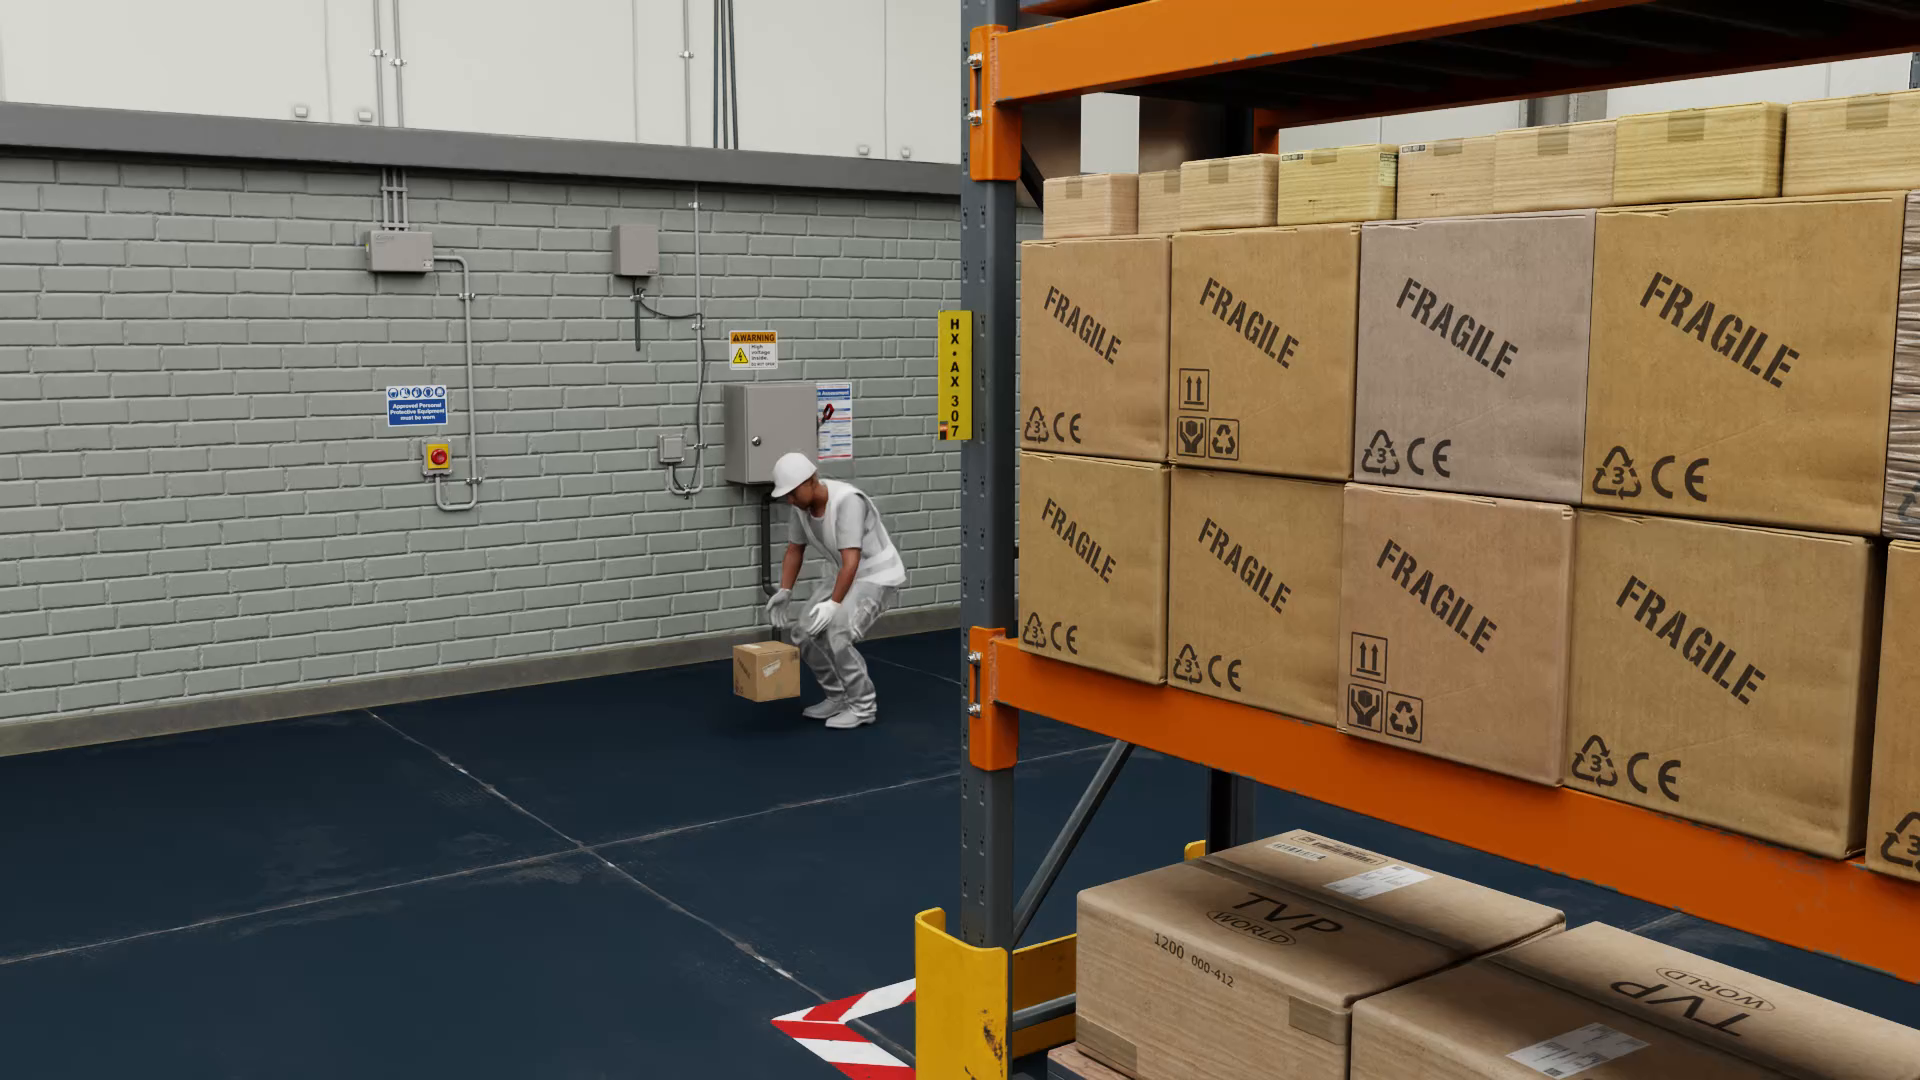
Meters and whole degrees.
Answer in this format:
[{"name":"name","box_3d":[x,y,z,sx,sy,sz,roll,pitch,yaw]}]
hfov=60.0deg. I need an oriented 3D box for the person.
[{"name":"person","box_3d":[-0.634,0.251,8.652,0.755,1.441,0.612,-6,9,-36]}]
